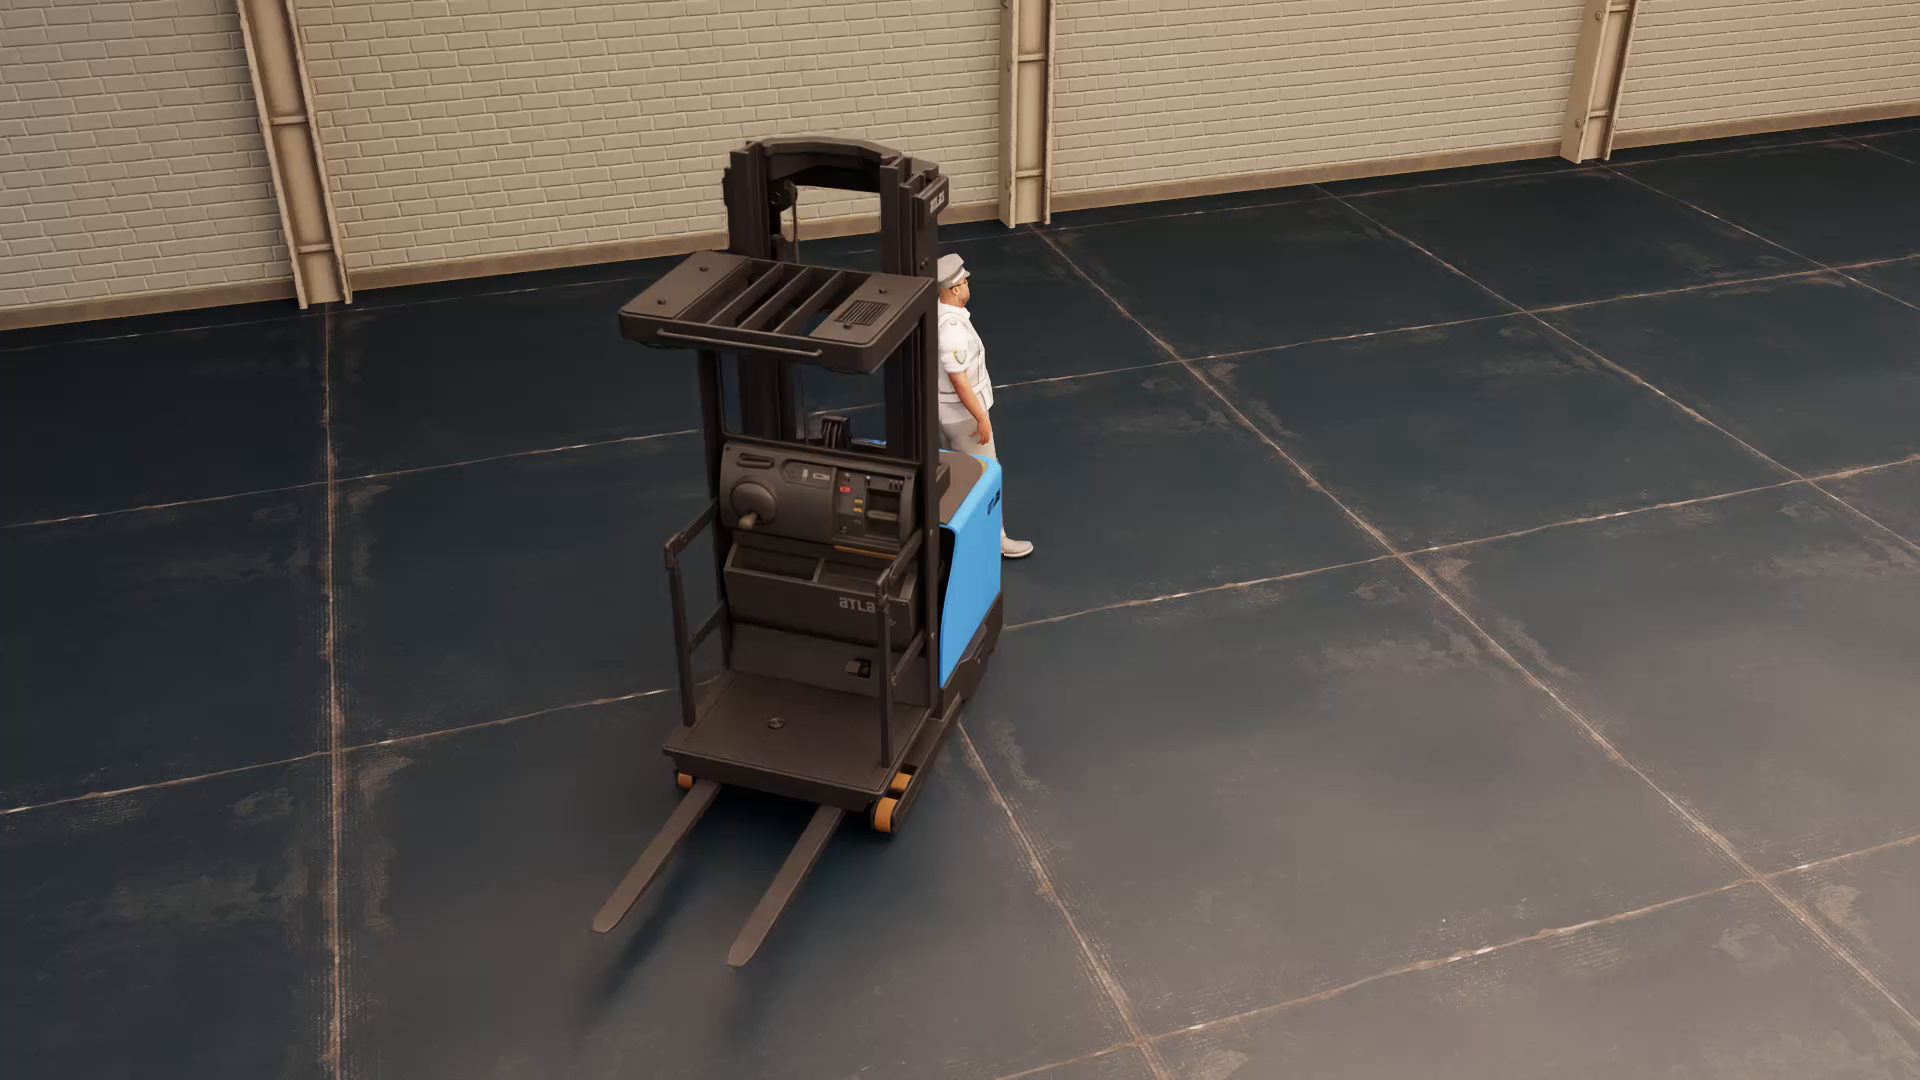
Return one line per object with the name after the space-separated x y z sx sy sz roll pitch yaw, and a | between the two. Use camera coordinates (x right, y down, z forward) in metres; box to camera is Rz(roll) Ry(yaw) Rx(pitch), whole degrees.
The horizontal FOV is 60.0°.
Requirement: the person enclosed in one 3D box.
0.078 -0.787 9.590 0.574 1.781 0.641 -10 31 -16 | person

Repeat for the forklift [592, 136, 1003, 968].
-0.715 -0.144 7.338 1.130 2.935 3.031 9 31 16 | forklift
